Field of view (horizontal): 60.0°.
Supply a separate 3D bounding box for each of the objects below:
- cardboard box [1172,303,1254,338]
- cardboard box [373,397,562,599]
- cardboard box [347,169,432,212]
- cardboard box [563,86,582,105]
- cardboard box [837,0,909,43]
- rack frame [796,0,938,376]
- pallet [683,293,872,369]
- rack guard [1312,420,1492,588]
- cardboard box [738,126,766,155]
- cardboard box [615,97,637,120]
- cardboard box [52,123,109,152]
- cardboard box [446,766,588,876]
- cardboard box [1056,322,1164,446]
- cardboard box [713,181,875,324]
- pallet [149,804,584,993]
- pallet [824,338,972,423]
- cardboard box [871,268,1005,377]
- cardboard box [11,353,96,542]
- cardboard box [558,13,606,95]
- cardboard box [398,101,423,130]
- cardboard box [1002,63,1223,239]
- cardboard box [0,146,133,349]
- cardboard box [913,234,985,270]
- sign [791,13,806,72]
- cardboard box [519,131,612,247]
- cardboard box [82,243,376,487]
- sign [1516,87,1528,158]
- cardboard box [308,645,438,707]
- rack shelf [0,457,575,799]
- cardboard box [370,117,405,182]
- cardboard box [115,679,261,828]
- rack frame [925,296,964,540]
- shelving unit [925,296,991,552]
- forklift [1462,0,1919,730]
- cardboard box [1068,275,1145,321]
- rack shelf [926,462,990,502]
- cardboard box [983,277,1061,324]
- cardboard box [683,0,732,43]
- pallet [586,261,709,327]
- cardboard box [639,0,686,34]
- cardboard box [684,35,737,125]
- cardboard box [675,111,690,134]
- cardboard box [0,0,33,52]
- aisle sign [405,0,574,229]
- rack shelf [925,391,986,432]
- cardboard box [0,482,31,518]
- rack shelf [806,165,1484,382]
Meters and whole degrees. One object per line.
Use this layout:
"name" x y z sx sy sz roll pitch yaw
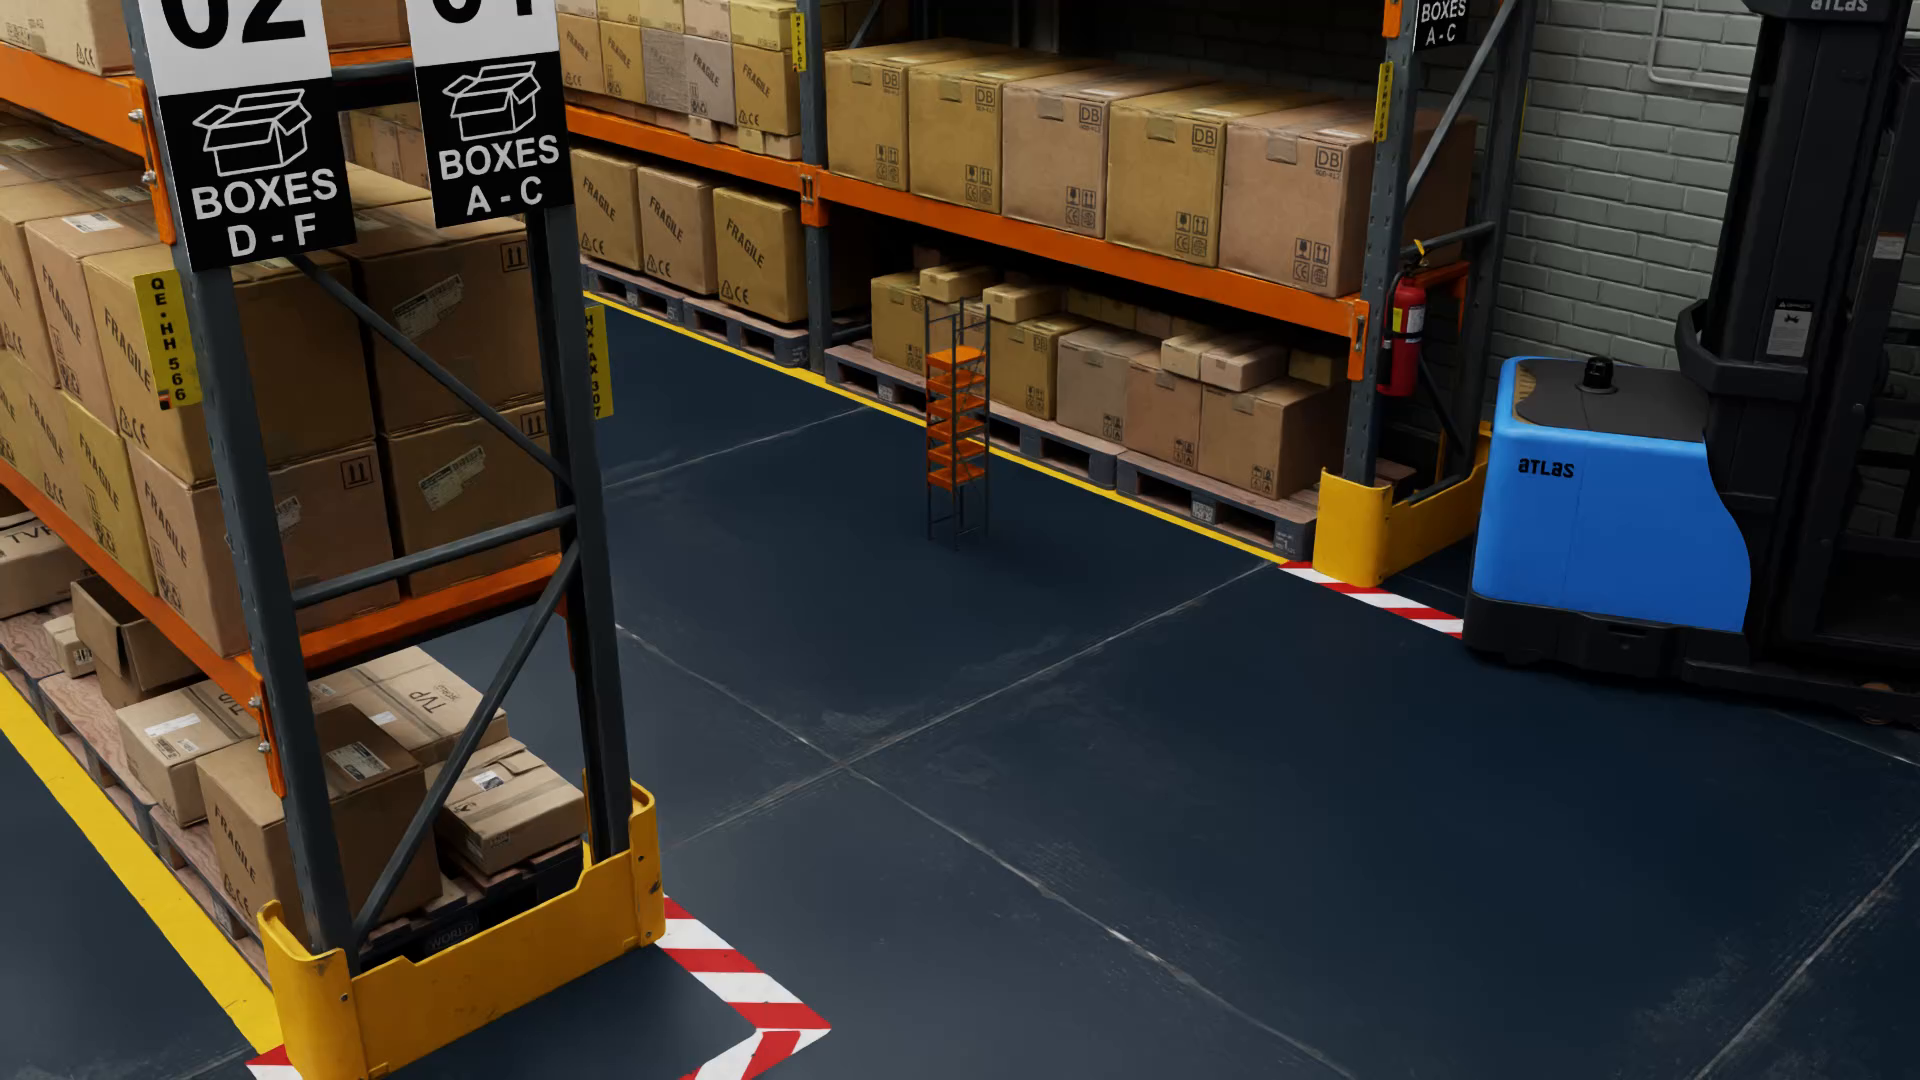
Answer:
"cardboard box" 1.348 -1.134 8.846 0.380 0.149 0.250 -21 32 -38
"cardboard box" -1.539 -0.202 4.958 0.500 0.500 0.500 -20 32 -37
"cardboard box" -1.901 -0.813 5.092 0.500 0.500 0.500 -21 32 -38
"cardboard box" -2.679 -3.282 12.109 0.380 0.149 0.250 -22 32 -39
"cardboard box" -0.672 -3.310 10.484 0.500 0.250 0.500 -20 31 -37
"rack frame" -0.548 -2.565 10.259 1.000 3.000 0.127 -21 32 -38
"pallet" -1.131 -1.509 11.303 1.003 0.211 1.213 -21 32 -38
"rack guard" 2.202 -0.209 8.105 1.175 0.500 0.348 -21 32 -38
"cardboard box" -1.176 -2.552 10.508 0.380 0.149 0.250 -21 32 -38
"cardboard box" -2.170 -3.045 11.589 0.380 0.149 0.250 -21 32 -38
"cardboard box" -2.931 -1.272 6.100 0.500 0.500 0.500 -21 32 -38
"cardboard box" -1.463 0.926 5.512 0.380 0.149 0.250 -21 32 -38
"cardboard box" 0.948 -0.895 9.103 0.500 0.500 0.700 23 33 40
"cardboard box" -1.087 -1.938 10.969 0.750 0.750 0.750 -21 32 -38
"pallet" -2.025 1.058 5.678 1.003 0.211 1.213 -21 32 -38
"pallet" -0.086 -1.044 10.284 1.003 0.211 1.213 -21 32 -38
"cardboard box" -0.112 -1.363 10.130 0.700 0.500 0.500 -21 32 -38
"cardboard box" -2.627 -0.360 5.304 0.500 0.500 0.500 -21 32 -38
"cardboard box" -2.447 -3.435 11.663 0.500 0.500 0.500 -21 32 -39
"cardboard box" -4.511 -3.729 14.389 0.500 0.250 0.500 -21 32 -39
"cardboard box" 0.810 -2.092 8.861 0.700 0.700 0.980 22 32 39
"cardboard box" -2.987 -0.968 5.433 0.500 0.500 0.500 -20 31 -37
"cardboard box" -0.066 -1.759 10.215 0.380 0.149 0.250 -21 32 -39
"sign" -0.938 -2.899 9.691 0.100 0.325 0.005 -21 32 -38
"cardboard box" -2.875 -2.730 12.705 0.750 0.750 0.750 -22 32 -39
"cardboard box" -1.933 -0.504 4.416 0.500 0.500 0.500 -22 32 -39
"sign" 2.595 -1.939 7.748 0.100 0.325 0.005 -21 32 -38
"cardboard box" -2.276 0.556 6.201 0.500 0.250 0.500 -21 32 -38
"rack shelf" -2.795 -0.226 5.997 1.077 0.370 4.000 -21 32 -38
"cardboard box" -4.792 -3.525 14.845 0.700 0.500 0.500 -21 32 -38
"cardboard box" -2.607 0.713 5.857 0.500 0.250 0.500 -21 32 -38
"rack frame" -0.072 -0.578 8.071 0.240 1.200 0.006 -21 32 -38
"shelving unit" -0.010 -0.550 8.011 0.258 1.200 0.189 -21 32 -38
"forklift" 3.731 -0.819 6.514 3.031 2.935 1.130 8 26 17
"cardboard box" 0.825 -1.365 9.353 0.380 0.149 0.250 -22 32 -39
"rack shelf" -0.010 -0.291 8.129 0.258 0.103 0.180 -21 32 -38
"cardboard box" 0.346 -1.345 9.308 0.380 0.149 0.250 -22 33 -40
"cardboard box" -1.397 -3.323 10.513 0.500 0.250 0.500 -20 31 -37
"pallet" -1.969 -1.879 12.114 1.003 0.211 1.213 -21 32 -38
"cardboard box" -1.745 -3.477 10.852 0.500 0.250 0.500 -20 32 -37
"cardboard box" -1.404 -2.975 10.655 0.500 0.500 0.500 -21 32 -38
"cardboard box" -1.662 -2.799 11.051 0.380 0.149 0.250 -21 32 -38
"cardboard box" -2.305 -1.479 4.444 0.500 0.250 0.500 -21 32 -38
"aisle sign" -1.167 -1.192 4.117 0.394 0.787 0.004 -21 32 -38
"rack shelf" -0.010 -0.619 7.979 0.258 0.103 0.180 -21 32 -38
"cardboard box" -4.708 -0.290 7.753 0.500 0.500 0.500 -21 32 -39
"rack shelf" 0.819 -1.632 9.080 1.077 0.370 4.000 -21 32 -38
